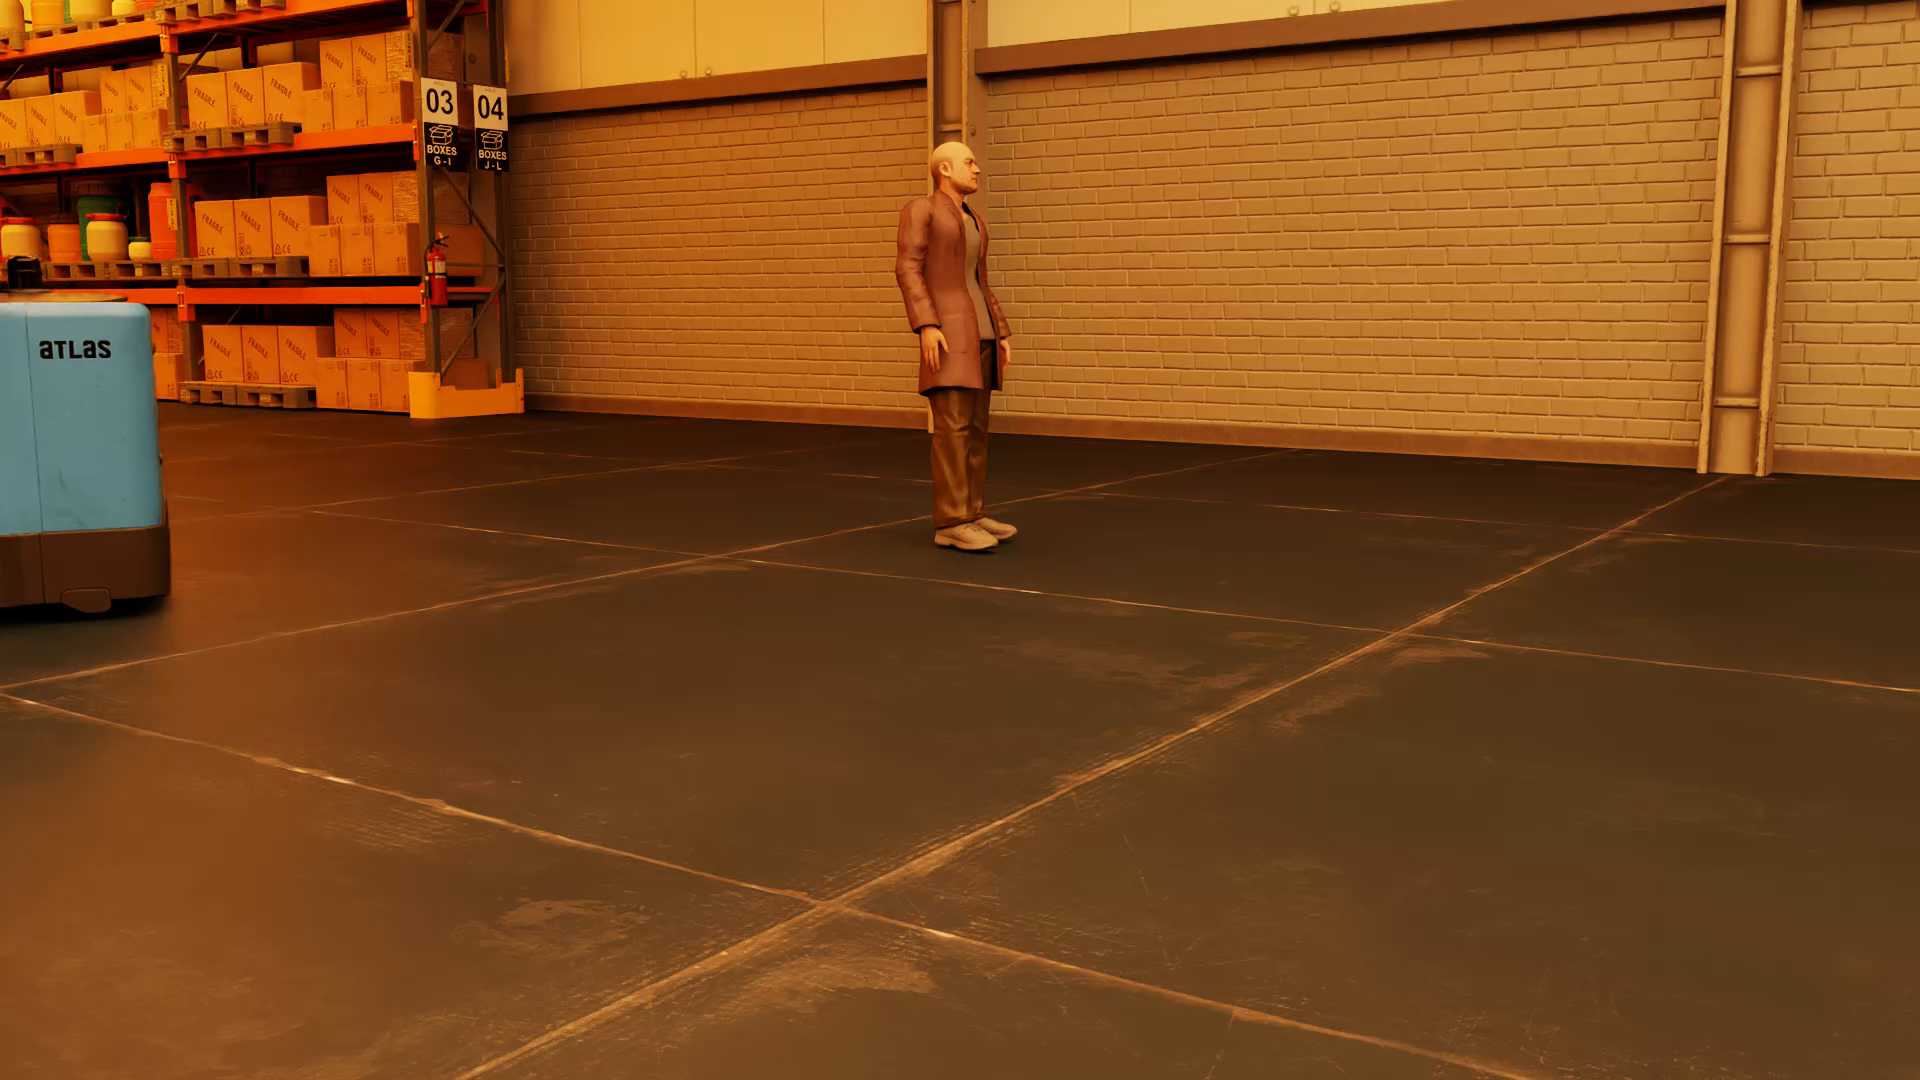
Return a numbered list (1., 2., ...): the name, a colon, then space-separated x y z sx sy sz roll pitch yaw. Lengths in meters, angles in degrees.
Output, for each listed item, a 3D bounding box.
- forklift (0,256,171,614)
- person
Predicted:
1. forklift: -4.321 -1.164 5.377 3.031 2.935 1.130 -4 9 -25
2. person: 0.072 -0.879 7.423 0.582 1.775 0.696 5 10 34
